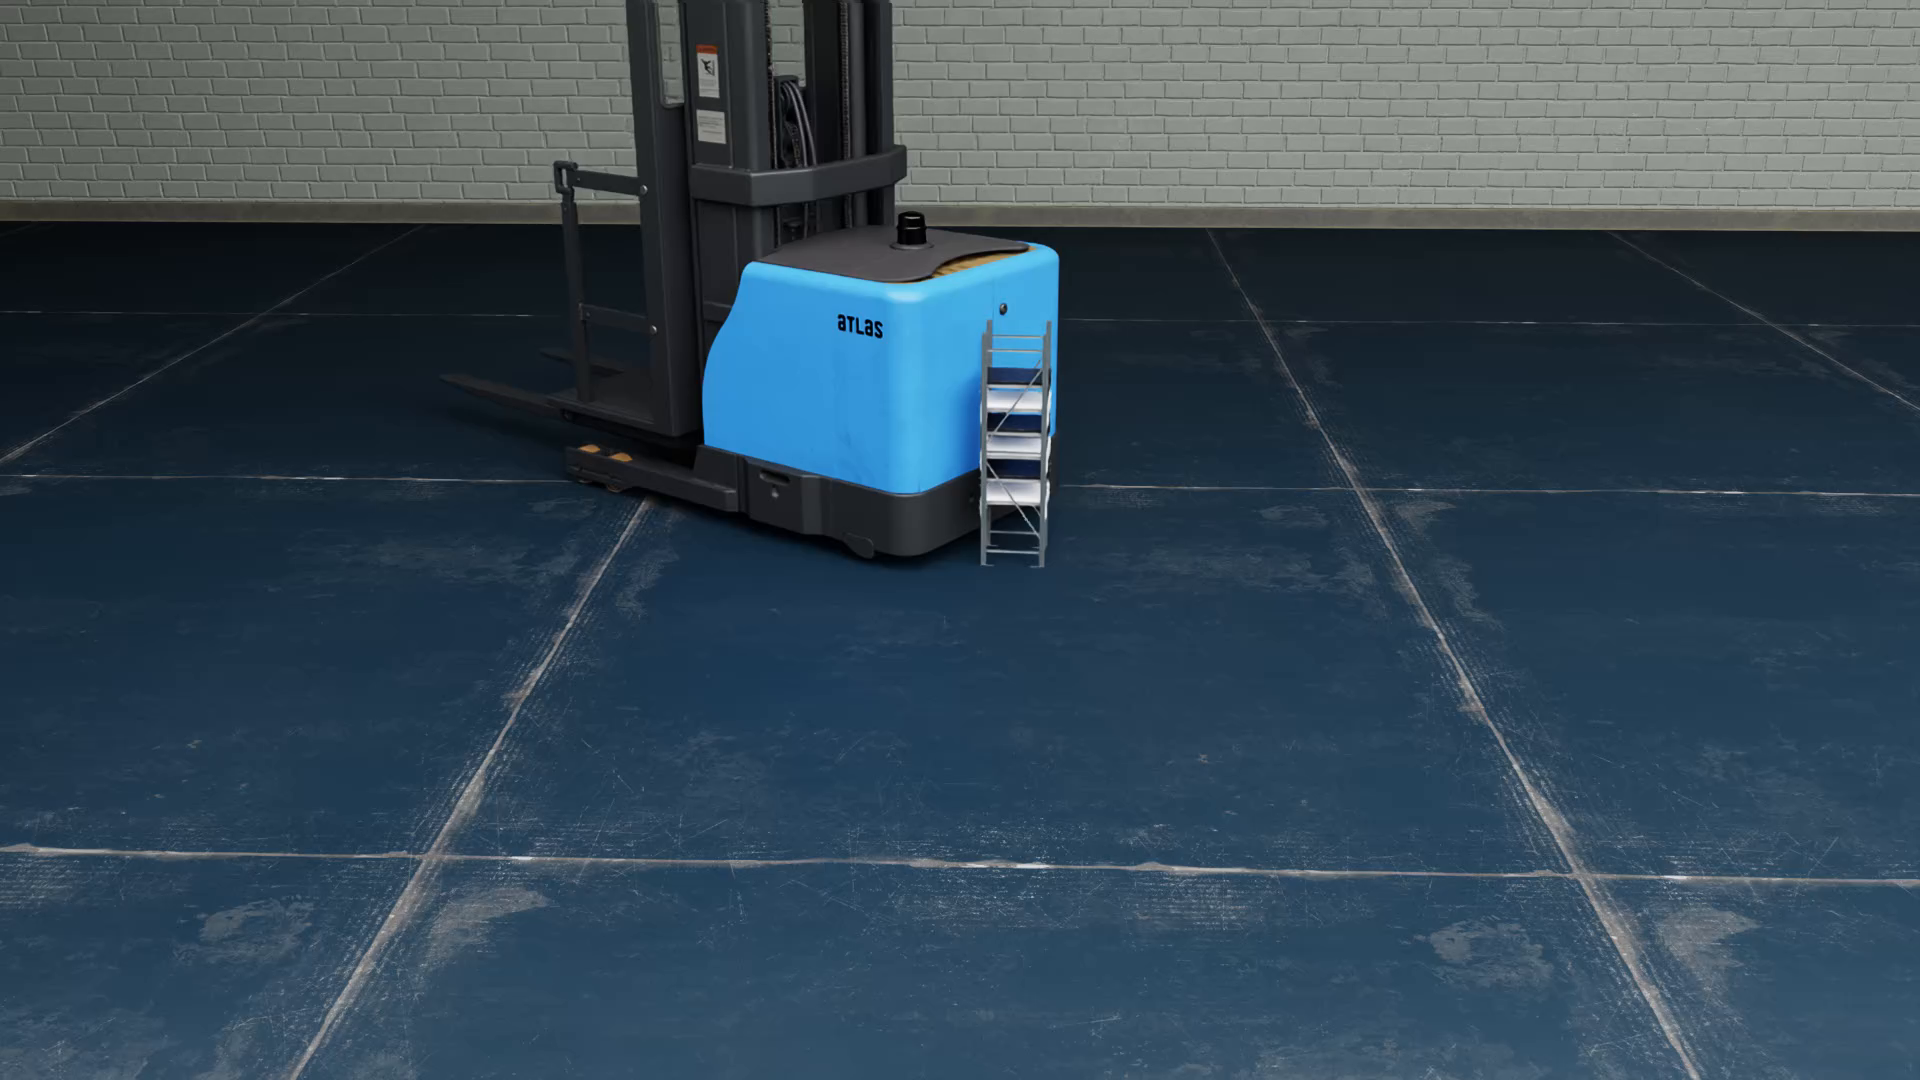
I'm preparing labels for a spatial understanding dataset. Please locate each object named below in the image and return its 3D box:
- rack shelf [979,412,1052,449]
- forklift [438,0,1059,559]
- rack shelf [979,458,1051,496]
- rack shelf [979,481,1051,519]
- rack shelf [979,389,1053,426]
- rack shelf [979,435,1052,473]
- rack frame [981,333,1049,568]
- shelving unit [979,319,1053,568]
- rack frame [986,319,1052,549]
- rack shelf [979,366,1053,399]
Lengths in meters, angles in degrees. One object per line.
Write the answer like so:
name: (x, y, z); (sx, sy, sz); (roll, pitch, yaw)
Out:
rack shelf: (0.208, -0.407, 6.178); (0.258, 0.077, 0.200); (2, 21, 5)
forklift: (-1.078, -1.703, 6.866); (3.031, 2.935, 1.130); (15, 26, 34)
rack shelf: (0.208, -0.240, 6.243); (0.258, 0.077, 0.200); (2, 21, 5)
rack shelf: (0.208, -0.156, 6.276); (0.258, 0.077, 0.200); (2, 21, 5)
rack shelf: (0.208, -0.491, 6.145); (0.258, 0.077, 0.200); (2, 21, 5)
rack shelf: (0.208, -0.323, 6.210); (0.258, 0.077, 0.200); (2, 21, 5)
rack frame: (0.197, -0.318, 6.104); (0.240, 0.900, 0.006); (2, 21, 5)
shelving unit: (0.208, -0.354, 6.198); (0.258, 0.900, 0.210); (2, 21, 5)
rack frame: (0.218, -0.391, 6.293); (0.240, 0.900, 0.006); (2, 21, 5)
rack shelf: (0.208, -0.575, 6.113); (0.258, 0.077, 0.200); (2, 21, 5)
